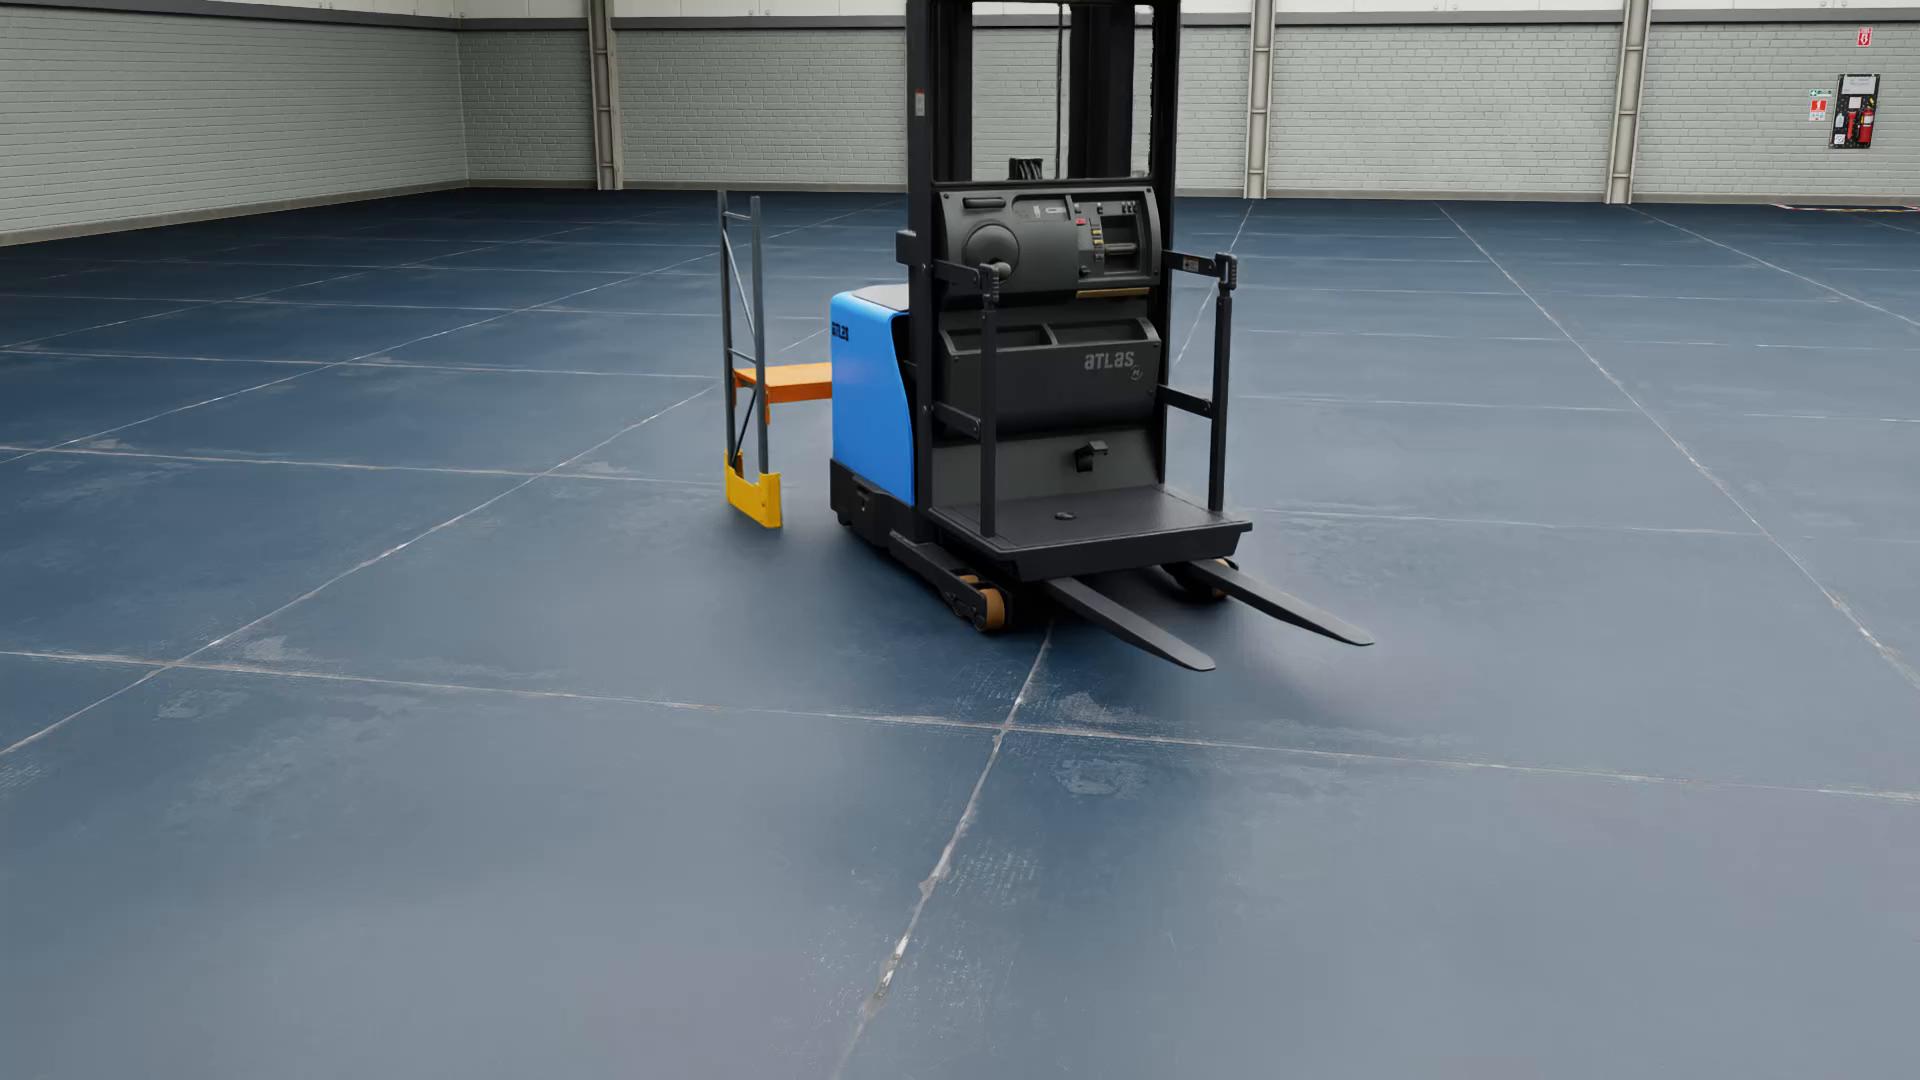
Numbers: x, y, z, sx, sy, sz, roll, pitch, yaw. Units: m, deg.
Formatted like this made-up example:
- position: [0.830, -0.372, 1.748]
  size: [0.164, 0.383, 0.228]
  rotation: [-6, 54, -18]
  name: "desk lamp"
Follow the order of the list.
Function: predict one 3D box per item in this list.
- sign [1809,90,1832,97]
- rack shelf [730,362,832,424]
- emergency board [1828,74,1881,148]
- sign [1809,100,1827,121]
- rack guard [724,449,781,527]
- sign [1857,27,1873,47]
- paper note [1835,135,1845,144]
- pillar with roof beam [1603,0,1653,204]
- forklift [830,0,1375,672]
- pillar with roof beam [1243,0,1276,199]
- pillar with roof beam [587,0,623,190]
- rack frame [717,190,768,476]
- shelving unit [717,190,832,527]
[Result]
- position: [13.990, -7.260, 27.024]
  size: [0.331, 0.109, 0.001]
  rotation: [3, 16, 11]
  name: "sign"
- position: [-0.555, -0.741, 8.029]
  size: [1.000, 0.185, 0.538]
  rotation: [-8, 17, -25]
  name: "rack shelf"
- position: [14.508, -6.934, 26.905]
  size: [0.643, 1.169, 0.194]
  rotation: [3, 16, 11]
  name: "emergency board"
- position: [13.987, -7.008, 27.104]
  size: [0.234, 0.329, 0.001]
  rotation: [3, 16, 11]
  name: "sign"
- position: [-0.992, -0.253, 7.938]
  size: [0.087, 0.250, 0.587]
  rotation: [-8, 17, -25]
  name: "rack guard"
- position: [14.520, -8.078, 26.691]
  size: [0.199, 0.298, 0.001]
  rotation: [3, 16, 11]
  name: "sign"
- position: [14.349, -6.537, 27.122]
  size: [0.142, 0.148, 0.016]
  rotation: [3, 16, 11]
  name: "paper note"
- position: [10.185, -8.877, 22.680]
  size: [0.400, 9.000, 9.100]
  rotation: [3, 16, 11]
  name: "pillar with roof beam"
- position: [0.449, -1.197, 6.321]
  size: [1.130, 2.935, 3.031]
  rotation: [-7, 17, -23]
  name: "forklift"
- position: [4.305, -9.196, 23.832]
  size: [0.400, 9.000, 9.100]
  rotation: [3, 16, 11]
  name: "pillar with roof beam"
- position: [-7.454, -9.834, 26.137]
  size: [0.400, 9.000, 9.100]
  rotation: [3, 16, 11]
  name: "pillar with roof beam"
- position: [-1.010, -0.853, 7.763]
  size: [0.032, 1.500, 0.500]
  rotation: [-8, 17, -25]
  name: "rack frame"
- position: [-0.546, -0.915, 7.985]
  size: [1.083, 1.500, 0.587]
  rotation: [-8, 17, -25]
  name: "shelving unit"
